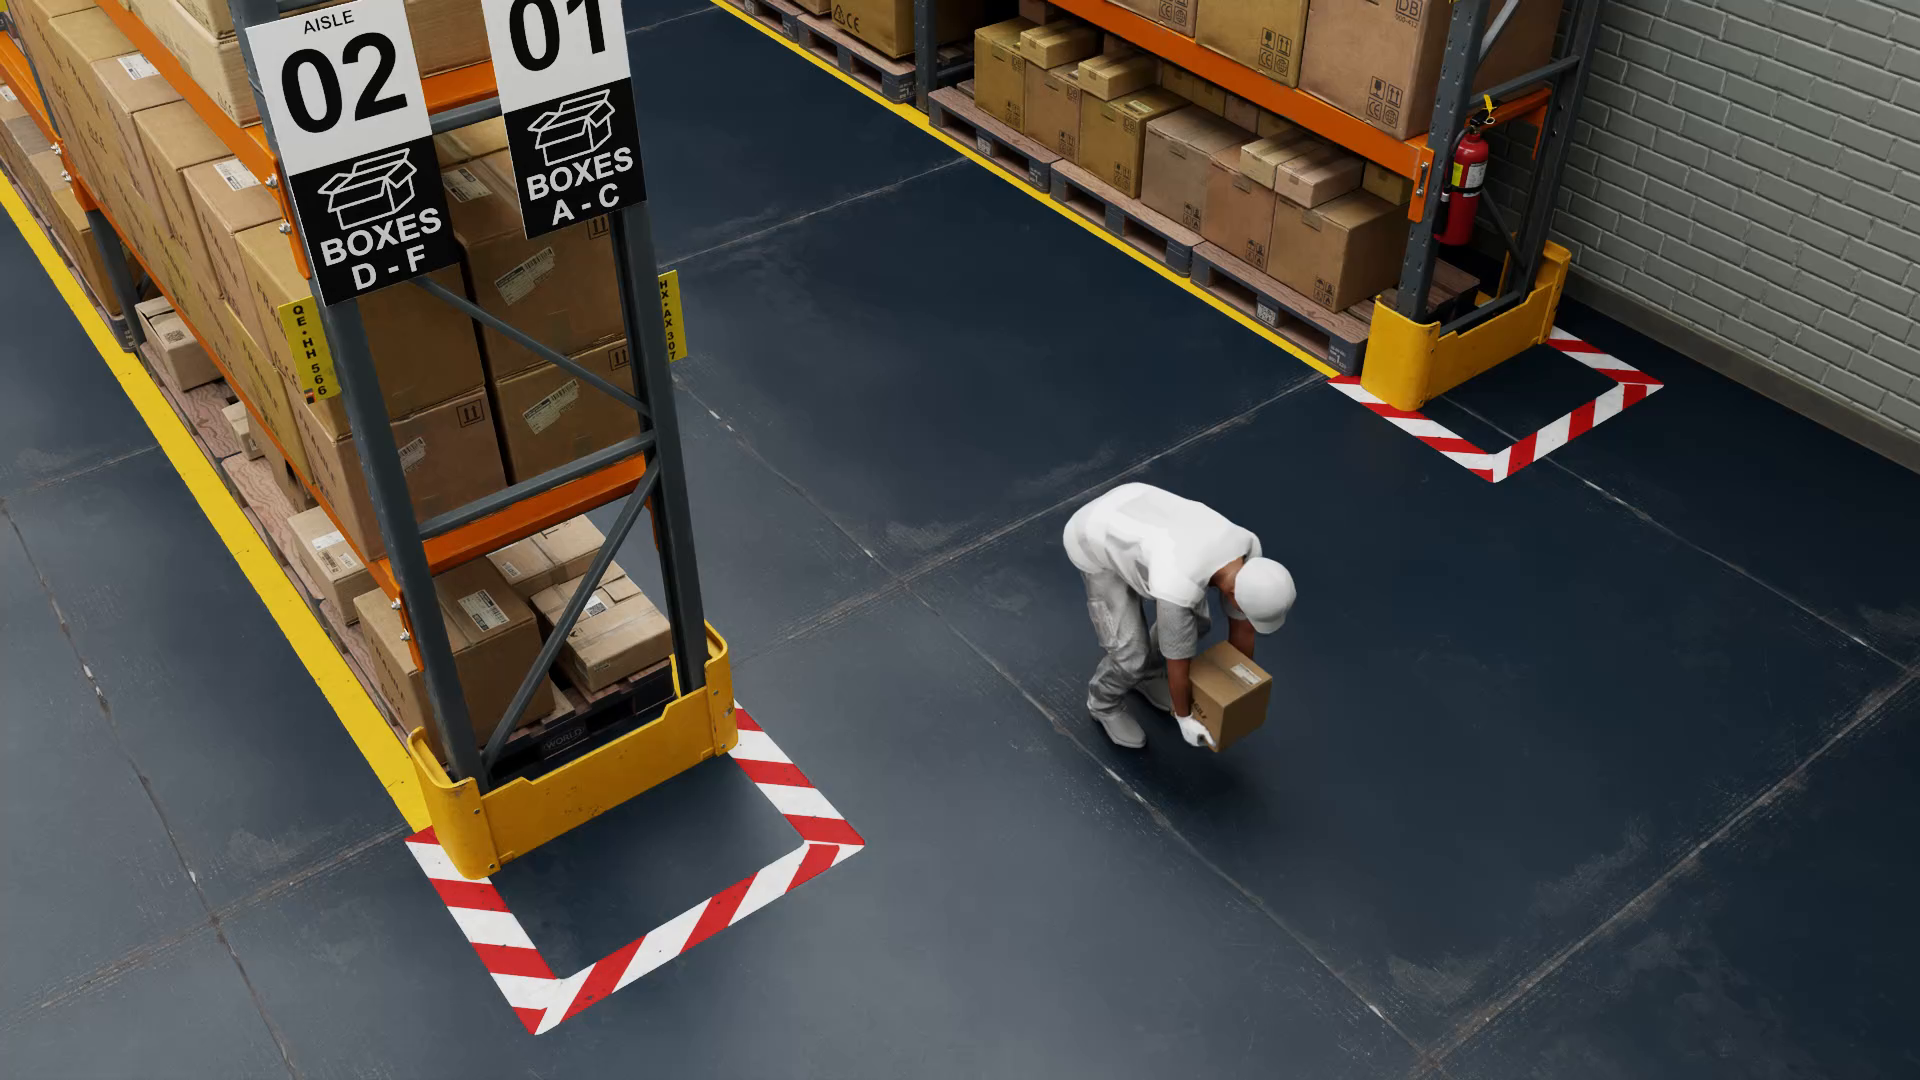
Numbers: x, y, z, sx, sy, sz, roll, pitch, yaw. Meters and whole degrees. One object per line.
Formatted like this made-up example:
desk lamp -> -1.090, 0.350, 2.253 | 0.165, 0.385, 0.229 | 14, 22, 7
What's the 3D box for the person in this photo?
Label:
person -> 0.812, 0.333, 6.255 | 0.520, 1.124, 0.974 | -29, 48, -30
